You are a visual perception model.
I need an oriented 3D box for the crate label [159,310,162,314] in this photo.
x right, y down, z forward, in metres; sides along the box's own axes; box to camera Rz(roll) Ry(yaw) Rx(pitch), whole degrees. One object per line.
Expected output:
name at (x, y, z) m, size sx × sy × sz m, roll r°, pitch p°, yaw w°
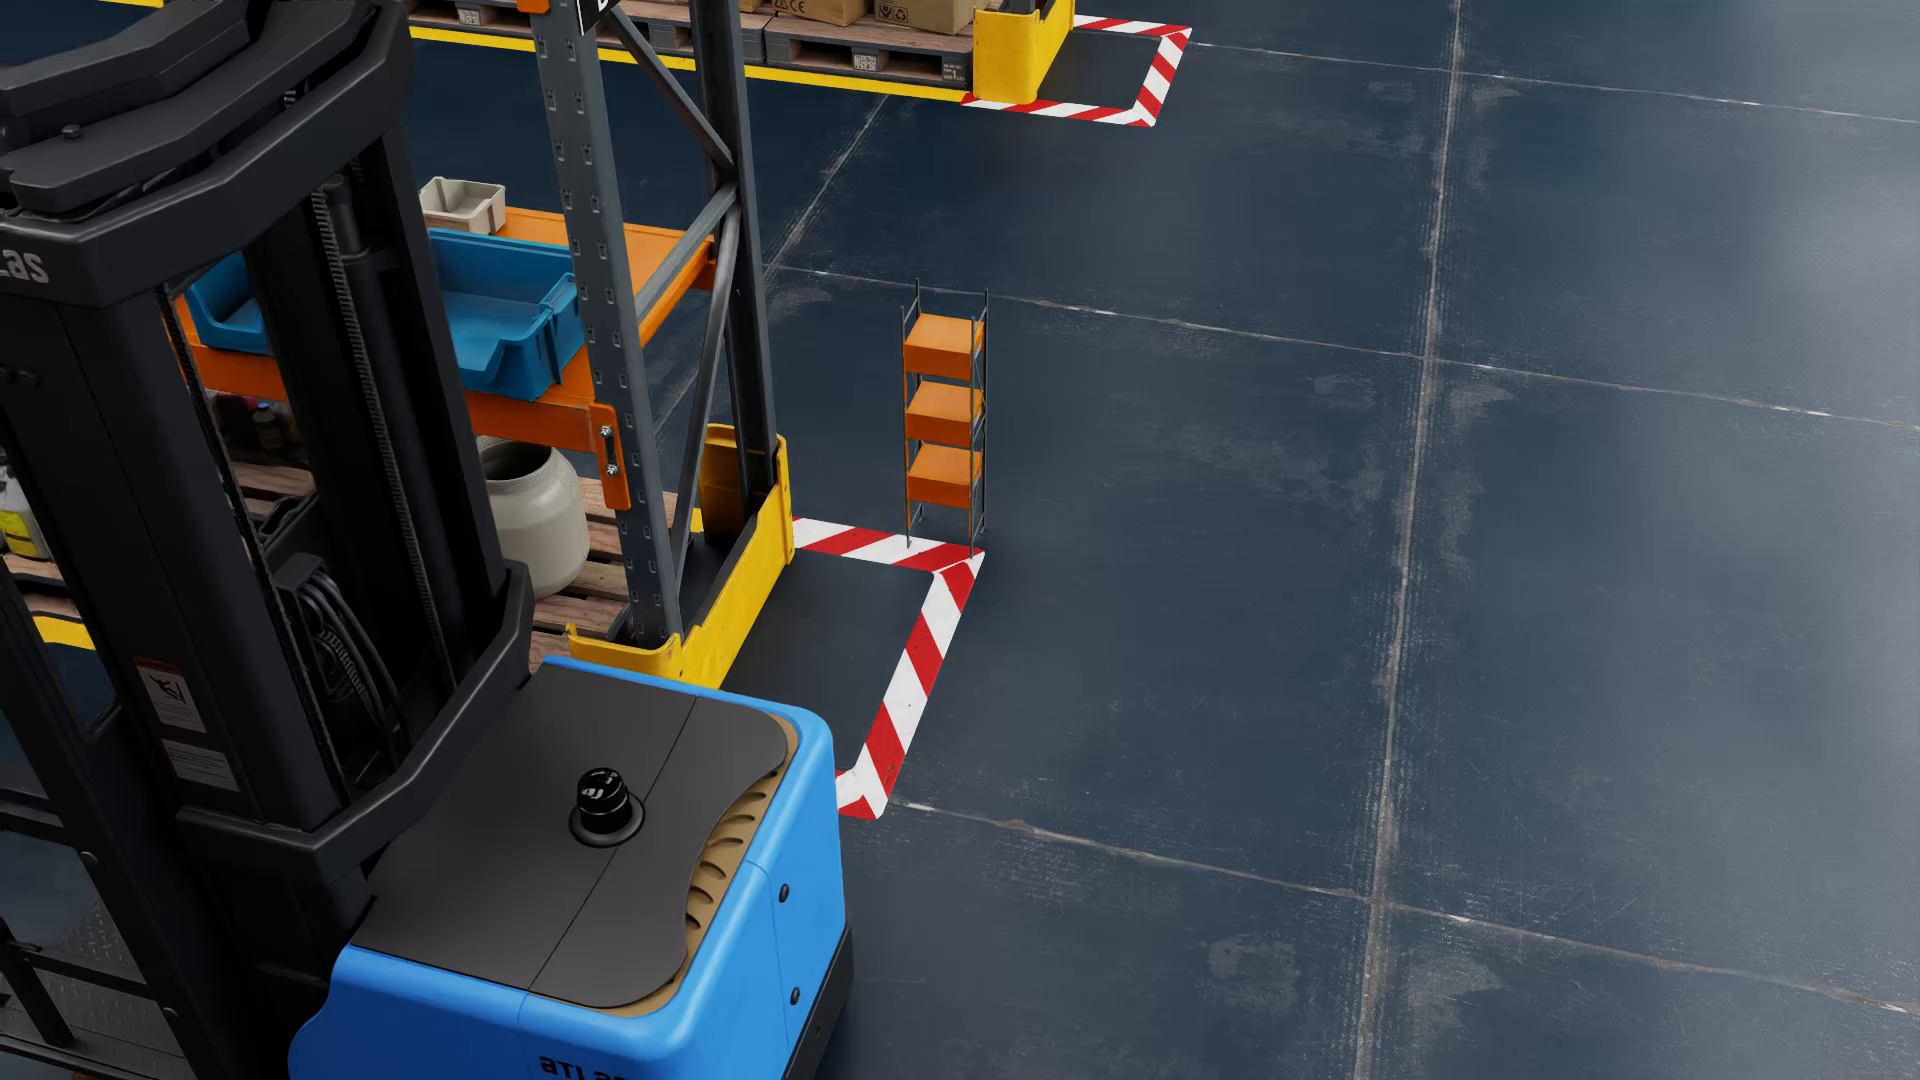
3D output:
crate label at (-2.681, -0.969, 5.044) m, size 0.616 × 0.435 × 0.502 m, roll 10°, pitch 41°, yaw 11°

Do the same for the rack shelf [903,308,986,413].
rack shelf at (-0.052, -0.621, 5.748) m, size 0.240 × 0.259 × 0.215 m, roll 10°, pitch 41°, yaw 11°

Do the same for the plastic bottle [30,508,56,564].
plastic bottle at (-3.091, -0.058, 5.762) m, size 0.135 × 0.276 × 0.152 m, roll 9°, pitch 41°, yaw 10°

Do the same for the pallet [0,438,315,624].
pallet at (-2.877, -0.076, 6.176) m, size 1.213 × 0.211 × 1.003 m, roll 10°, pitch 41°, yaw 11°

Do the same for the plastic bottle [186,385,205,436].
plastic bottle at (-2.931, -0.510, 6.304) m, size 0.097 × 0.271 × 0.097 m, roll 0°, pitch 40°, yaw 0°

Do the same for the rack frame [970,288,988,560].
rack frame at (0.066, -0.391, 5.899) m, size 0.008 × 1.050 × 0.200 m, roll 10°, pitch 41°, yaw 11°

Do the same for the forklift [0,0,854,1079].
forklift at (-1.873, 0.157, 3.784) m, size 3.031 × 2.935 × 1.130 m, roll 11°, pitch 41°, yaw 12°

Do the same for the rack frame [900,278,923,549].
rack frame at (-0.169, -0.432, 5.947) m, size 0.008 × 1.050 × 0.200 m, roll 10°, pitch 41°, yaw 11°

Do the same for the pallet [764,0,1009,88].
pallet at (-0.402, -2.997, 9.654) m, size 1.213 × 0.211 × 1.003 m, roll 10°, pitch 41°, yaw 11°

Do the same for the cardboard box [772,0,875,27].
cardboard box at (-0.738, -3.291, 9.453) m, size 0.500 × 0.500 × 0.500 m, roll 20°, pitch 44°, yaw 23°

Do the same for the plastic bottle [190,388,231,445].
plastic bottle at (-2.835, -0.493, 6.284) m, size 0.097 × 0.271 × 0.097 m, roll 0°, pitch 40°, yaw 0°

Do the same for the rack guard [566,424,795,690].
rack guard at (-0.918, 0.156, 5.675) m, size 0.348 × 0.500 × 1.175 m, roll 10°, pitch 41°, yaw 11°

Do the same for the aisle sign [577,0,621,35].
aisle sign at (-0.840, -1.617, 3.821) m, size 0.004 × 0.787 × 0.394 m, roll 10°, pitch 41°, yaw 11°

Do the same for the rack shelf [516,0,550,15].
rack shelf at (-2.765, -2.023, 4.554) m, size 4.000 × 0.370 × 1.077 m, roll 10°, pitch 41°, yaw 11°

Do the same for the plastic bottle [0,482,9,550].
plastic bottle at (-3.431, -0.143, 5.805) m, size 0.185 × 0.351 × 0.144 m, roll 9°, pitch 41°, yaw 11°

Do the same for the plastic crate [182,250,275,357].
plastic crate at (-2.019, -0.769, 4.949) m, size 0.408 × 0.251 × 0.499 m, roll 10°, pitch 41°, yaw 11°

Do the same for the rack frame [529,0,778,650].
rack frame at (-0.833, -0.818, 4.891) m, size 0.127 × 3.000 × 1.000 m, roll 10°, pitch 41°, yaw 11°

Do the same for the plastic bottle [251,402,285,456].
plastic bottle at (-2.604, -0.427, 6.259) m, size 0.097 × 0.201 × 0.097 m, roll 0°, pitch 40°, yaw 0°

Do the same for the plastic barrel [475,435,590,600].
plastic barrel at (-1.488, -0.088, 5.630) m, size 0.421 × 0.512 × 0.421 m, roll 0°, pitch 40°, yaw 0°

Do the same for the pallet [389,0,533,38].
pallet at (-2.759, -3.402, 10.137) m, size 1.213 × 0.211 × 1.003 m, roll 10°, pitch 41°, yaw 11°

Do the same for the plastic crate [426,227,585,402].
plastic crate at (-1.394, -0.658, 4.817) m, size 0.616 × 0.251 × 0.499 m, roll 10°, pitch 41°, yaw 11°

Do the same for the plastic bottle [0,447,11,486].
plastic bottle at (-3.417, -0.210, 5.944) m, size 0.135 × 0.276 × 0.152 m, roll 10°, pitch 41°, yaw 11°

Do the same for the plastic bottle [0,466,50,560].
plastic bottle at (-3.252, -0.112, 5.768) m, size 0.185 × 0.351 × 0.144 m, roll 11°, pitch 41°, yaw 13°

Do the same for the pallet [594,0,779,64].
pallet at (-1.576, -3.201, 9.897) m, size 1.213 × 0.211 × 1.003 m, roll 10°, pitch 41°, yaw 11°

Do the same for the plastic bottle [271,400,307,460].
plastic bottle at (-2.504, -0.436, 6.216) m, size 0.097 × 0.271 × 0.097 m, roll 0°, pitch 40°, yaw 0°

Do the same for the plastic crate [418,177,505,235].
plastic crate at (-1.614, -1.065, 5.391) m, size 0.250 × 0.136 × 0.298 m, roll 10°, pitch 41°, yaw 11°

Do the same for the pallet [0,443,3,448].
pallet at (-4.059, -0.277, 6.416) m, size 1.213 × 0.211 × 1.003 m, roll 10°, pitch 41°, yaw 11°

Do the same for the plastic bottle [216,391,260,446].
plastic bottle at (-2.718, -0.490, 6.271) m, size 0.133 × 0.283 × 0.061 m, roll 10°, pitch 41°, yaw 12°

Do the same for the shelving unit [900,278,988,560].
shelving unit at (-0.052, -0.411, 5.923) m, size 0.252 × 1.050 × 0.215 m, roll 10°, pitch 41°, yaw 11°

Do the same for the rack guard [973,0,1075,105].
rack guard at (0.374, -2.950, 9.374) m, size 0.348 × 0.500 × 1.175 m, roll 10°, pitch 41°, yaw 11°

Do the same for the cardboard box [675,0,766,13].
cardboard box at (-1.338, -3.406, 9.591) m, size 0.500 × 0.500 × 0.500 m, roll 13°, pitch 42°, yaw 15°

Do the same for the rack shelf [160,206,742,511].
rack shelf at (-2.765, -0.875, 5.518) m, size 4.000 × 0.370 × 1.077 m, roll 10°, pitch 41°, yaw 11°

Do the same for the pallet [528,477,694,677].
pallet at (-1.702, 0.128, 5.933) m, size 1.213 × 0.211 × 1.003 m, roll 10°, pitch 41°, yaw 11°

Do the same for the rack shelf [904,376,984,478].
rack shelf at (-0.052, -0.403, 5.930) m, size 0.240 × 0.259 × 0.215 m, roll 10°, pitch 41°, yaw 11°

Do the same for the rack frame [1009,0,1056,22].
rack frame at (0.448, -3.895, 8.555) m, size 0.127 × 3.000 × 1.000 m, roll 10°, pitch 41°, yaw 11°

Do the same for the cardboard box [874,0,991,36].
cardboard box at (-0.151, -3.212, 9.360) m, size 0.500 × 0.500 × 0.500 m, roll 17°, pitch 43°, yaw 19°

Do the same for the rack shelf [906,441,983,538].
rack shelf at (-0.052, -0.190, 6.109) m, size 0.240 × 0.259 × 0.215 m, roll 10°, pitch 41°, yaw 11°
